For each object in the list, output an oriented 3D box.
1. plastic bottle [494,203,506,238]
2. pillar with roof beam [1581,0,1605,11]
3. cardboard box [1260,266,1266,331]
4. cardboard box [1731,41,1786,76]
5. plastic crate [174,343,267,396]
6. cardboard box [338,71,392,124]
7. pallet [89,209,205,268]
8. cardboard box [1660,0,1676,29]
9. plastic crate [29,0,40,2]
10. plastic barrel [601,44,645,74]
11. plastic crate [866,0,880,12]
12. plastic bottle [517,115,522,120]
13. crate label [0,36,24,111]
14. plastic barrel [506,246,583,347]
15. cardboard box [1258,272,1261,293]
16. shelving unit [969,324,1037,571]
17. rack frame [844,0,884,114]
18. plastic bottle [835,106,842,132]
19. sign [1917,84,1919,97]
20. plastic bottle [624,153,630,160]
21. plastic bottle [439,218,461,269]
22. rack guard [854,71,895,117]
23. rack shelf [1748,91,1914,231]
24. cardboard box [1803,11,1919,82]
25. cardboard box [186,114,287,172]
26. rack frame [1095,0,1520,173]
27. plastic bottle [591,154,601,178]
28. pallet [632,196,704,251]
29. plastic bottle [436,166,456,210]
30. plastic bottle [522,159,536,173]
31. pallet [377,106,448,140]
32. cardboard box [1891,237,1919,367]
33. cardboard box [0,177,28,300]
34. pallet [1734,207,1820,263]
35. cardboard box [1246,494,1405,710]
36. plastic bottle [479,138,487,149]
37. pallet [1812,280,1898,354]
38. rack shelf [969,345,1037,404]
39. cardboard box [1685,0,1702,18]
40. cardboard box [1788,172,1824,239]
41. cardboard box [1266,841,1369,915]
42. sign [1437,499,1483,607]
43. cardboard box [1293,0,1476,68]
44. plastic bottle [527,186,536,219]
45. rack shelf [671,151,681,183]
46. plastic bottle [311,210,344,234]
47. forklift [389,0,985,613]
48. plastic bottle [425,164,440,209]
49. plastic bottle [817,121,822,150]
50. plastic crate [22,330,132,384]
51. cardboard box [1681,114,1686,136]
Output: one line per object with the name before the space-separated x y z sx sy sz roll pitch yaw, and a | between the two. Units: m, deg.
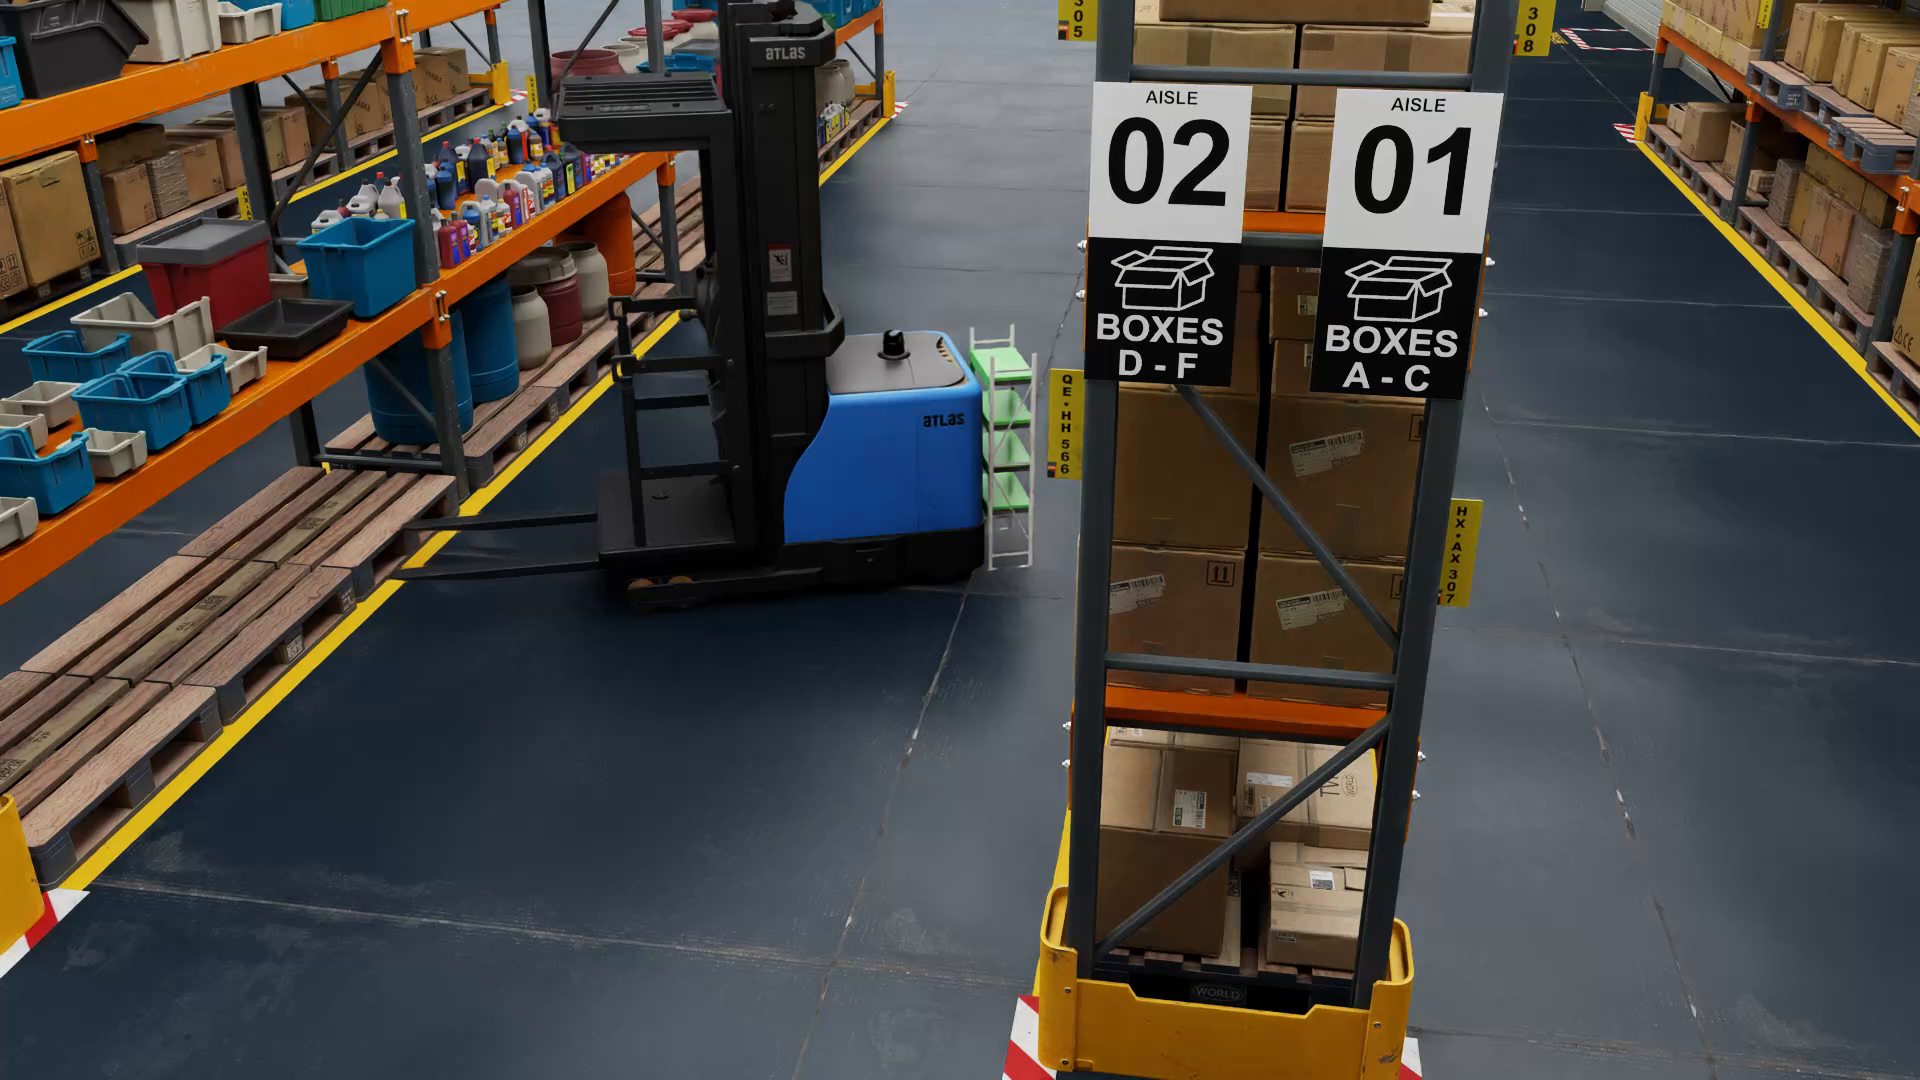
plastic bottle | -2.817 -1.944 10.098 0.097 0.201 0.097 0 25 0
pillar with roof beam | 6.798 -13.640 27.775 9.100 9.000 0.400 4 25 9
cardboard box | 1.505 -1.125 6.817 0.500 0.500 0.500 4 25 9
cardboard box | 7.470 -4.446 15.363 0.500 0.250 0.500 4 25 9
plastic crate | -3.378 -0.785 7.628 0.293 0.136 0.466 4 25 9
cardboard box | -6.754 -5.043 18.938 0.500 0.500 0.500 2 25 4
pallet | -7.493 -2.706 14.782 1.003 0.211 1.213 4 25 9
cardboard box | 7.952 -5.717 18.080 0.500 0.250 0.500 3 25 7
plastic crate | -3.864 -2.425 7.508 0.497 0.269 0.590 4 25 9
plastic barrel | -2.779 -3.795 13.687 0.421 0.512 0.421 0 25 0
plastic crate | -1.215 -6.347 19.448 0.499 0.251 0.616 4 25 9
plastic bottle | -3.225 -2.953 12.159 0.061 0.283 0.133 4 25 9
crate label | -3.574 -1.608 5.784 0.408 0.251 0.502 4 25 9
plastic barrel | -2.984 -1.719 11.733 0.600 0.588 0.708 4 25 9
cardboard box | 1.668 -1.100 7.943 0.500 0.500 0.500 4 25 9
shelving unit | 0.221 -0.494 8.890 0.258 1.200 0.503 -5 26 -11
rack frame | -1.429 -6.645 19.908 1.000 3.000 0.127 4 25 9
plastic bottle | -1.387 -4.650 18.341 0.152 0.276 0.135 3 25 7
sign | 6.501 -3.135 11.136 0.100 0.325 0.005 4 25 9
plastic bottle | -2.456 -2.867 12.071 0.097 0.201 0.097 0 25 0
plastic bottle | -2.909 -1.697 9.475 0.061 0.283 0.133 4 25 9
rack guard | -1.395 -5.478 20.363 1.175 0.500 0.348 4 25 9
rack shelf | 7.364 -3.123 13.233 1.077 0.370 4.000 4 25 9
cardboard box | 7.476 -4.086 13.805 0.700 0.500 0.500 7 26 14
cardboard box | -7.187 -3.929 16.535 0.700 0.500 0.500 4 25 8
rack frame | 0.842 -2.325 3.603 1.000 3.000 0.127 4 25 9
plastic bottle | -2.552 -2.622 11.549 0.097 0.201 0.097 0 25 0
pallet | -2.370 -2.866 15.124 1.003 0.211 1.213 4 25 9
plastic bottle | -3.316 -2.271 10.716 0.097 0.271 0.097 0 25 0
plastic bottle | -2.814 -2.357 10.899 0.097 0.271 0.097 0 25 0
pallet | -6.697 -4.847 19.357 1.003 0.211 1.213 4 25 9
cardboard box | 6.788 -1.531 11.022 0.750 0.750 0.750 4 25 8
cardboard box | -7.909 -2.211 12.445 1.225 0.875 0.875 4 25 9
pallet | 7.565 -2.697 14.763 1.003 0.211 1.213 4 25 9
cardboard box | 1.175 0.179 5.211 0.500 0.500 0.500 5 25 10
plastic bottle | -3.323 -2.649 11.523 0.097 0.271 0.097 0 25 0
pallet | 7.167 -1.676 12.582 1.003 0.211 1.213 4 25 9
rack shelf | 0.221 -0.871 8.714 0.258 0.148 0.480 -5 26 -11
cardboard box | 7.789 -5.639 17.027 0.500 0.500 0.500 3 25 7
cardboard box | 7.552 -2.824 14.175 0.700 0.500 0.500 4 25 7
cardboard box | 1.291 1.220 5.929 0.380 0.166 0.250 4 25 9
sign | 1.378 0.037 4.611 0.100 0.325 0.005 4 25 9
cardboard box | 1.272 -1.531 5.031 0.500 0.250 0.500 4 25 9
plastic bottle | -2.741 -2.137 10.512 0.097 0.201 0.097 0 25 0
rack shelf | -2.409 -3.810 14.699 1.077 0.370 4.000 4 25 9
plastic bottle | -3.645 -1.757 9.612 0.152 0.276 0.135 4 25 9
forklift | -1.440 -1.202 8.360 3.031 2.935 1.130 -5 26 -11
plastic bottle | -3.442 -2.274 10.716 0.152 0.276 0.135 4 25 9
plastic bottle | -1.541 -4.280 17.462 0.144 0.351 0.185 5 25 10
plastic crate | -3.961 -0.781 7.507 0.416 0.233 0.300 4 25 9
cardboard box | 8.050 -4.418 17.804 0.500 0.311 0.500 6 26 13
